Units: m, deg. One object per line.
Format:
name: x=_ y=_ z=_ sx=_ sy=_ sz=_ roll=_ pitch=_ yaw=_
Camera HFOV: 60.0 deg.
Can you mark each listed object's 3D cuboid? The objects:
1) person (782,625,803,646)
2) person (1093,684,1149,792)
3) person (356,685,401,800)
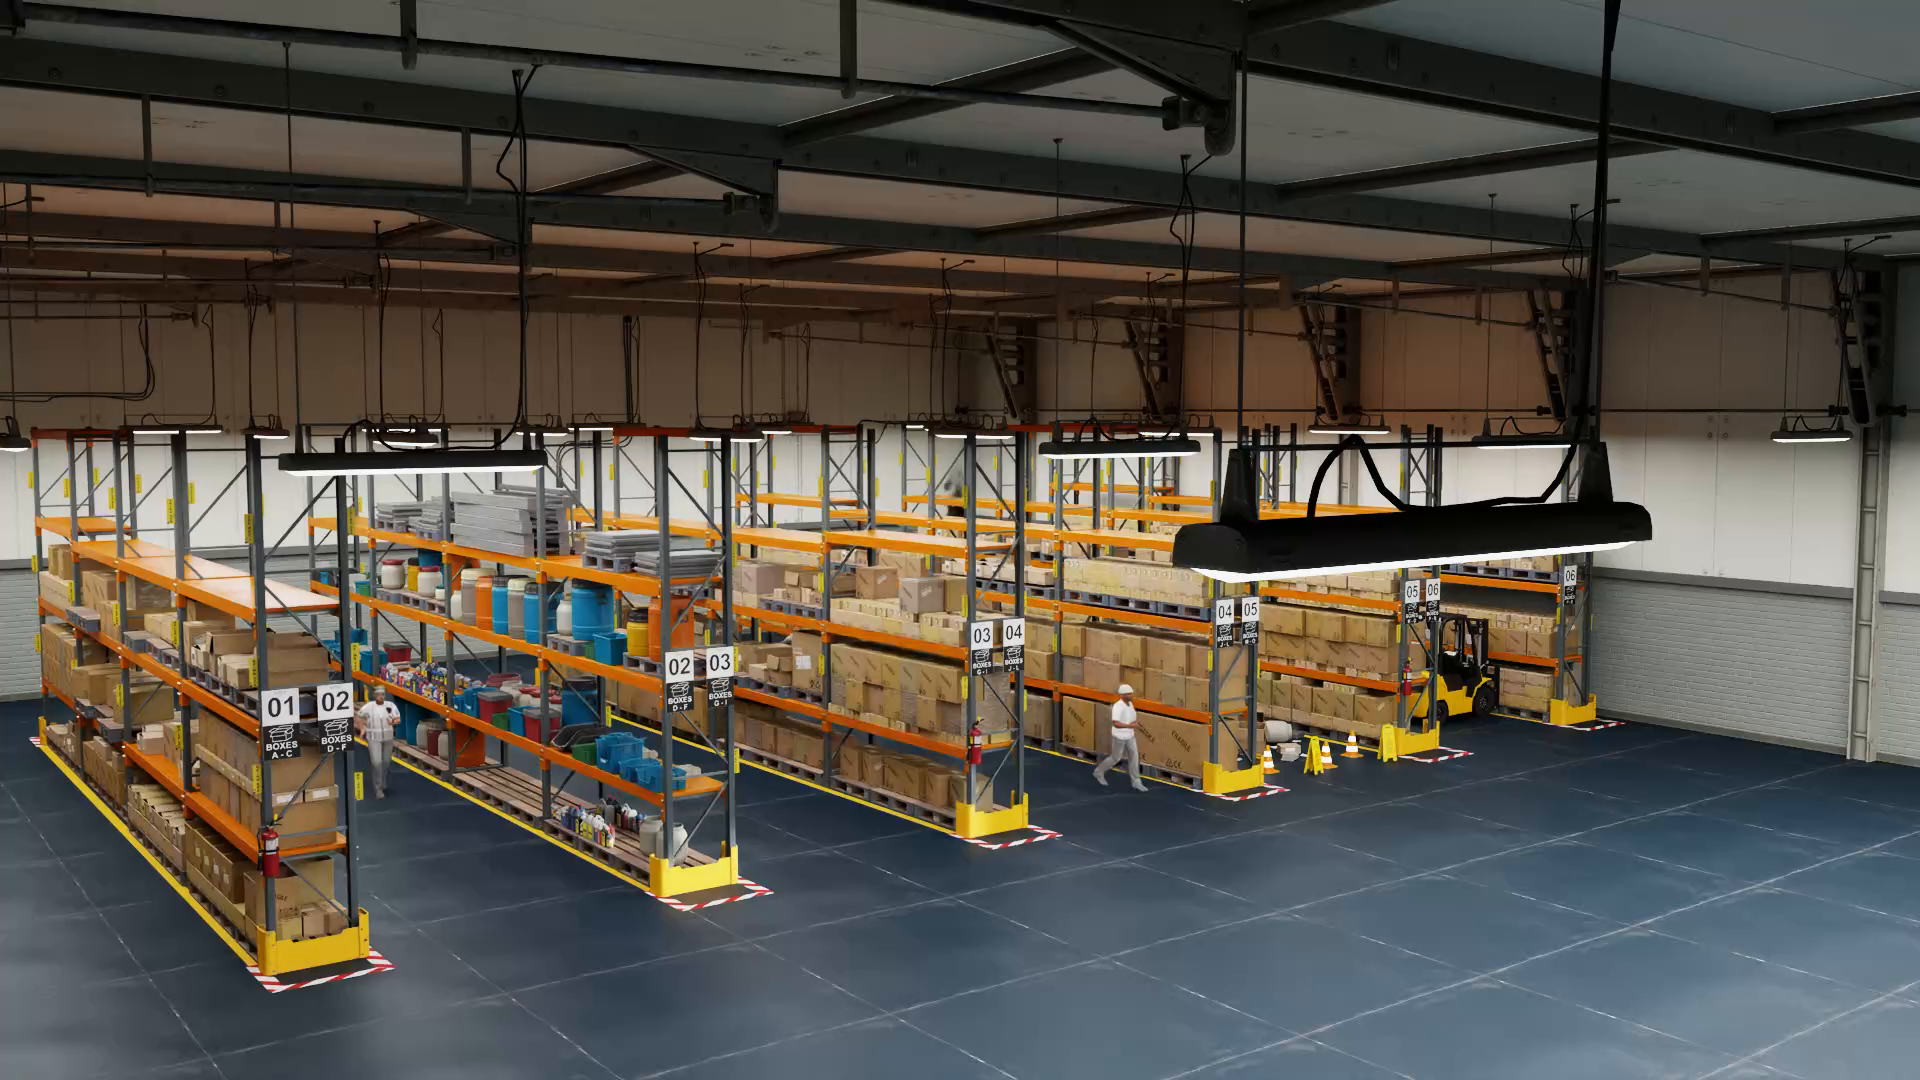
person: x=-3.462 y=2.623 z=35.713 sx=0.673 sy=1.777 sz=0.872 roll=-4 pitch=6 yaw=-40
person: x=2.673 y=3.266 z=27.612 sx=0.984 sy=1.767 sz=0.660 roll=3 pitch=5 yaw=35
person: x=-9.531 y=3.293 z=27.351 sx=0.643 sy=1.833 sz=0.829 roll=-3 pitch=5 yaw=-34
